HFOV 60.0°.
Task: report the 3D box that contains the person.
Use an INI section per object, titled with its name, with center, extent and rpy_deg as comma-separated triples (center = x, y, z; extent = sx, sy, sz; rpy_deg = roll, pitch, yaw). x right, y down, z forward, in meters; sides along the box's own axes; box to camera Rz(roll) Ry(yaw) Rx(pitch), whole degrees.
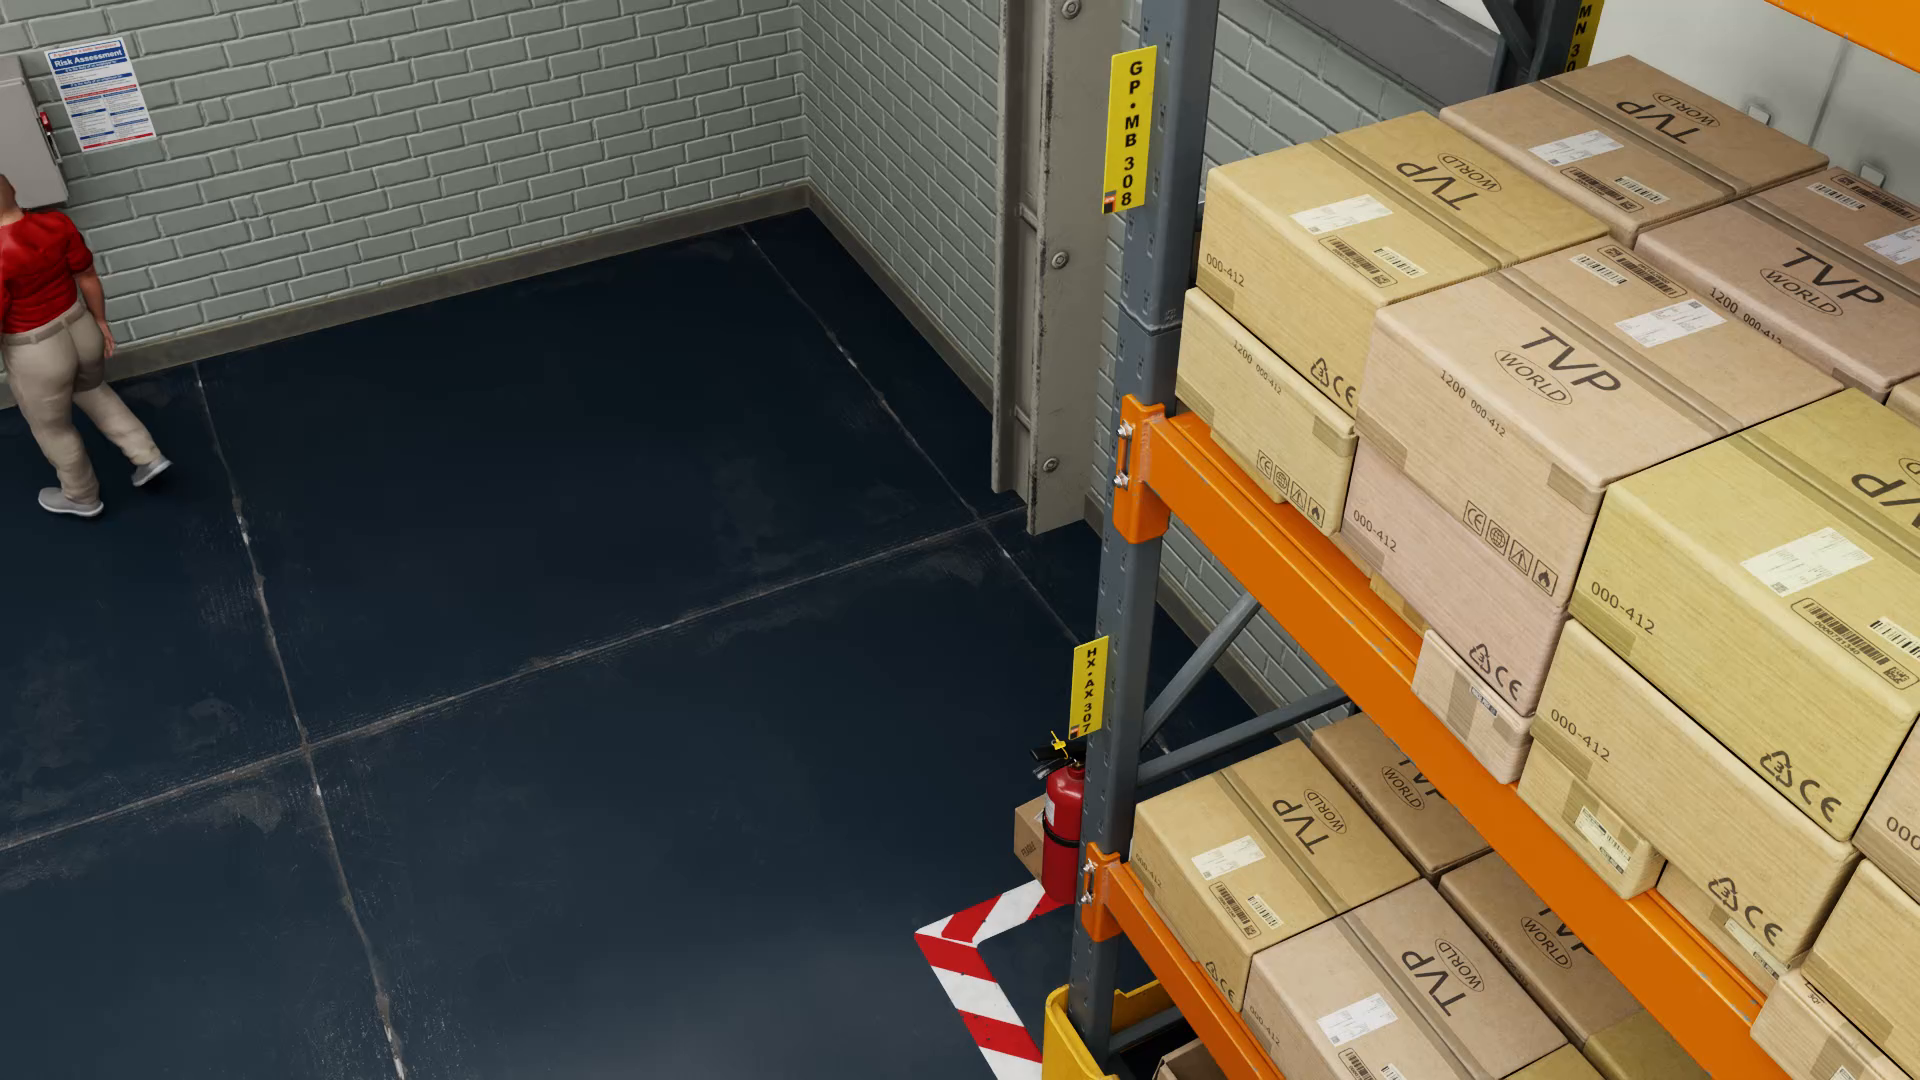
[person]
center = -3.932, -0.822, 7.108
extent = 0.556, 1.741, 0.559
rpy_deg = 14, 43, 16
